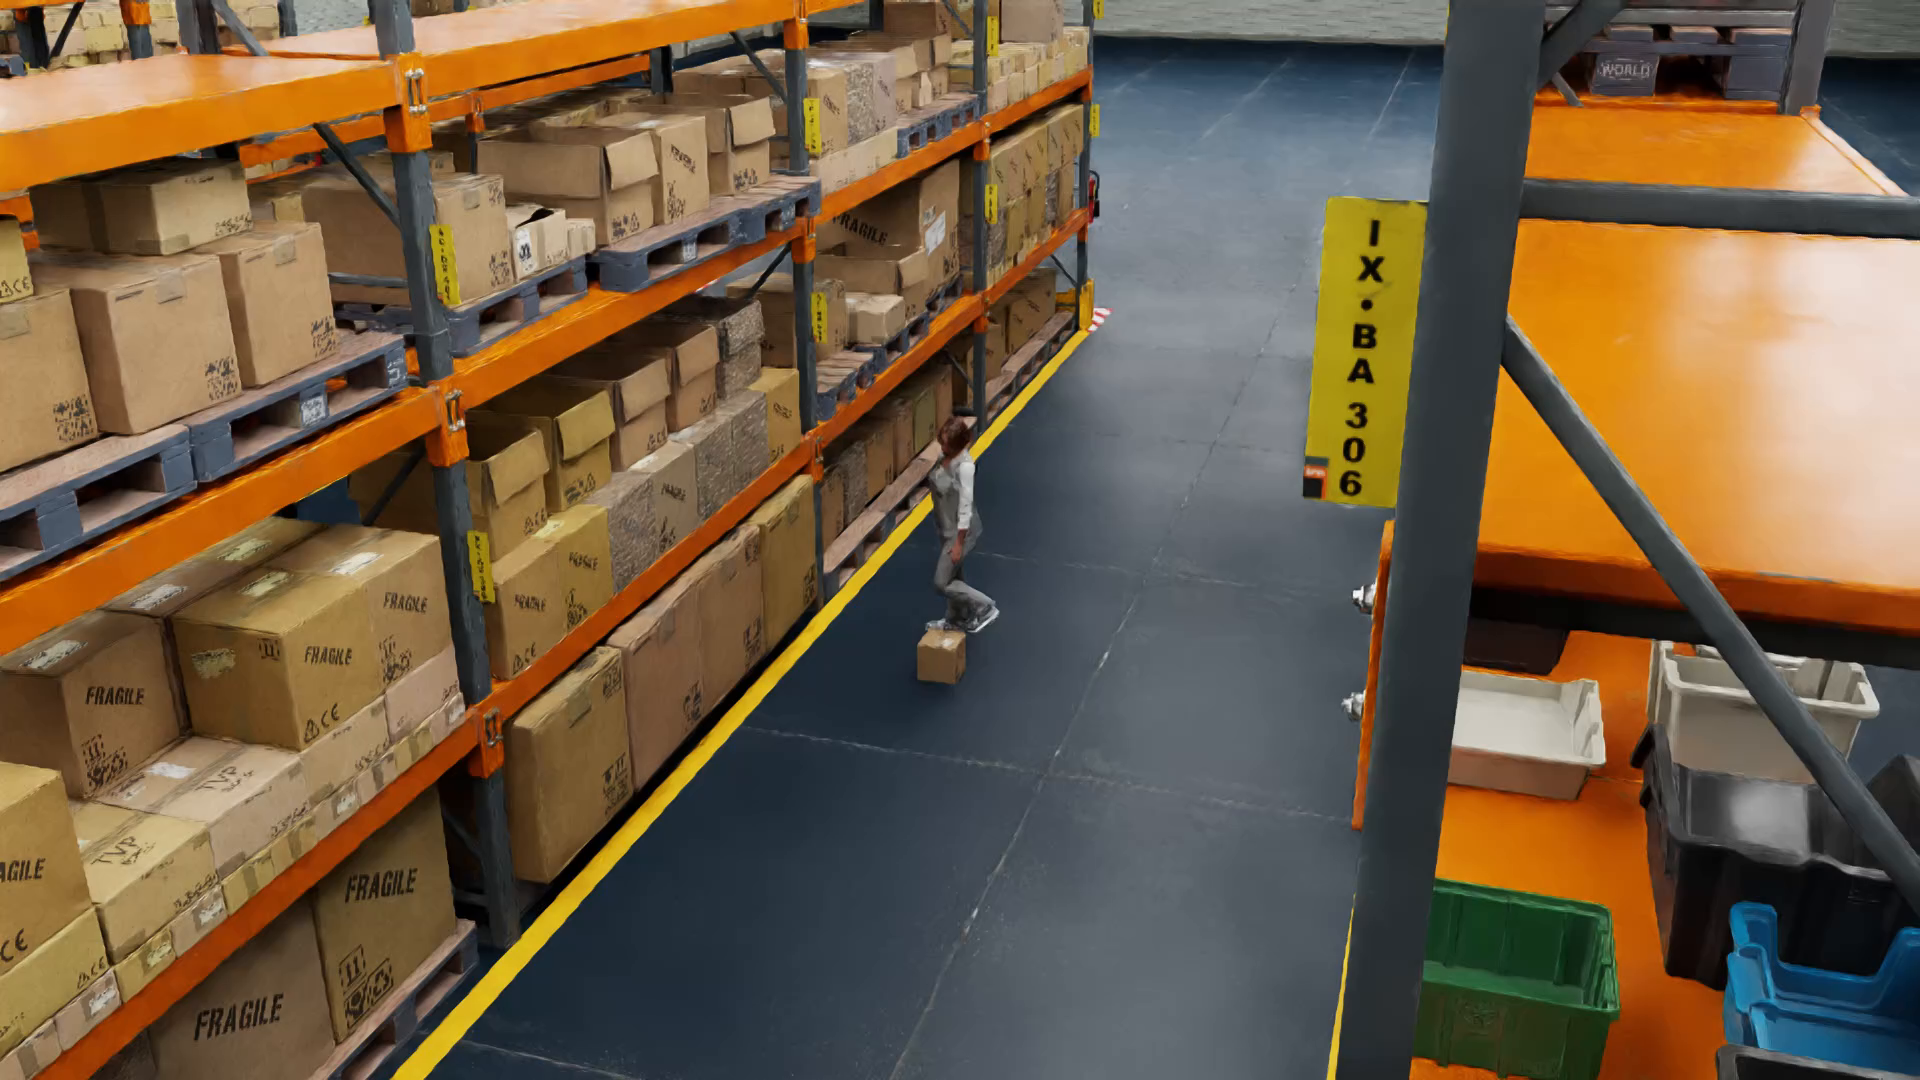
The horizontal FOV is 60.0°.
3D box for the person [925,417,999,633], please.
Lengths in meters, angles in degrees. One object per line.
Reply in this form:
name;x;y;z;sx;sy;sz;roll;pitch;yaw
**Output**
person;0.016;-0.057;10.711;0.454;1.582;0.510;-6;23;-15
